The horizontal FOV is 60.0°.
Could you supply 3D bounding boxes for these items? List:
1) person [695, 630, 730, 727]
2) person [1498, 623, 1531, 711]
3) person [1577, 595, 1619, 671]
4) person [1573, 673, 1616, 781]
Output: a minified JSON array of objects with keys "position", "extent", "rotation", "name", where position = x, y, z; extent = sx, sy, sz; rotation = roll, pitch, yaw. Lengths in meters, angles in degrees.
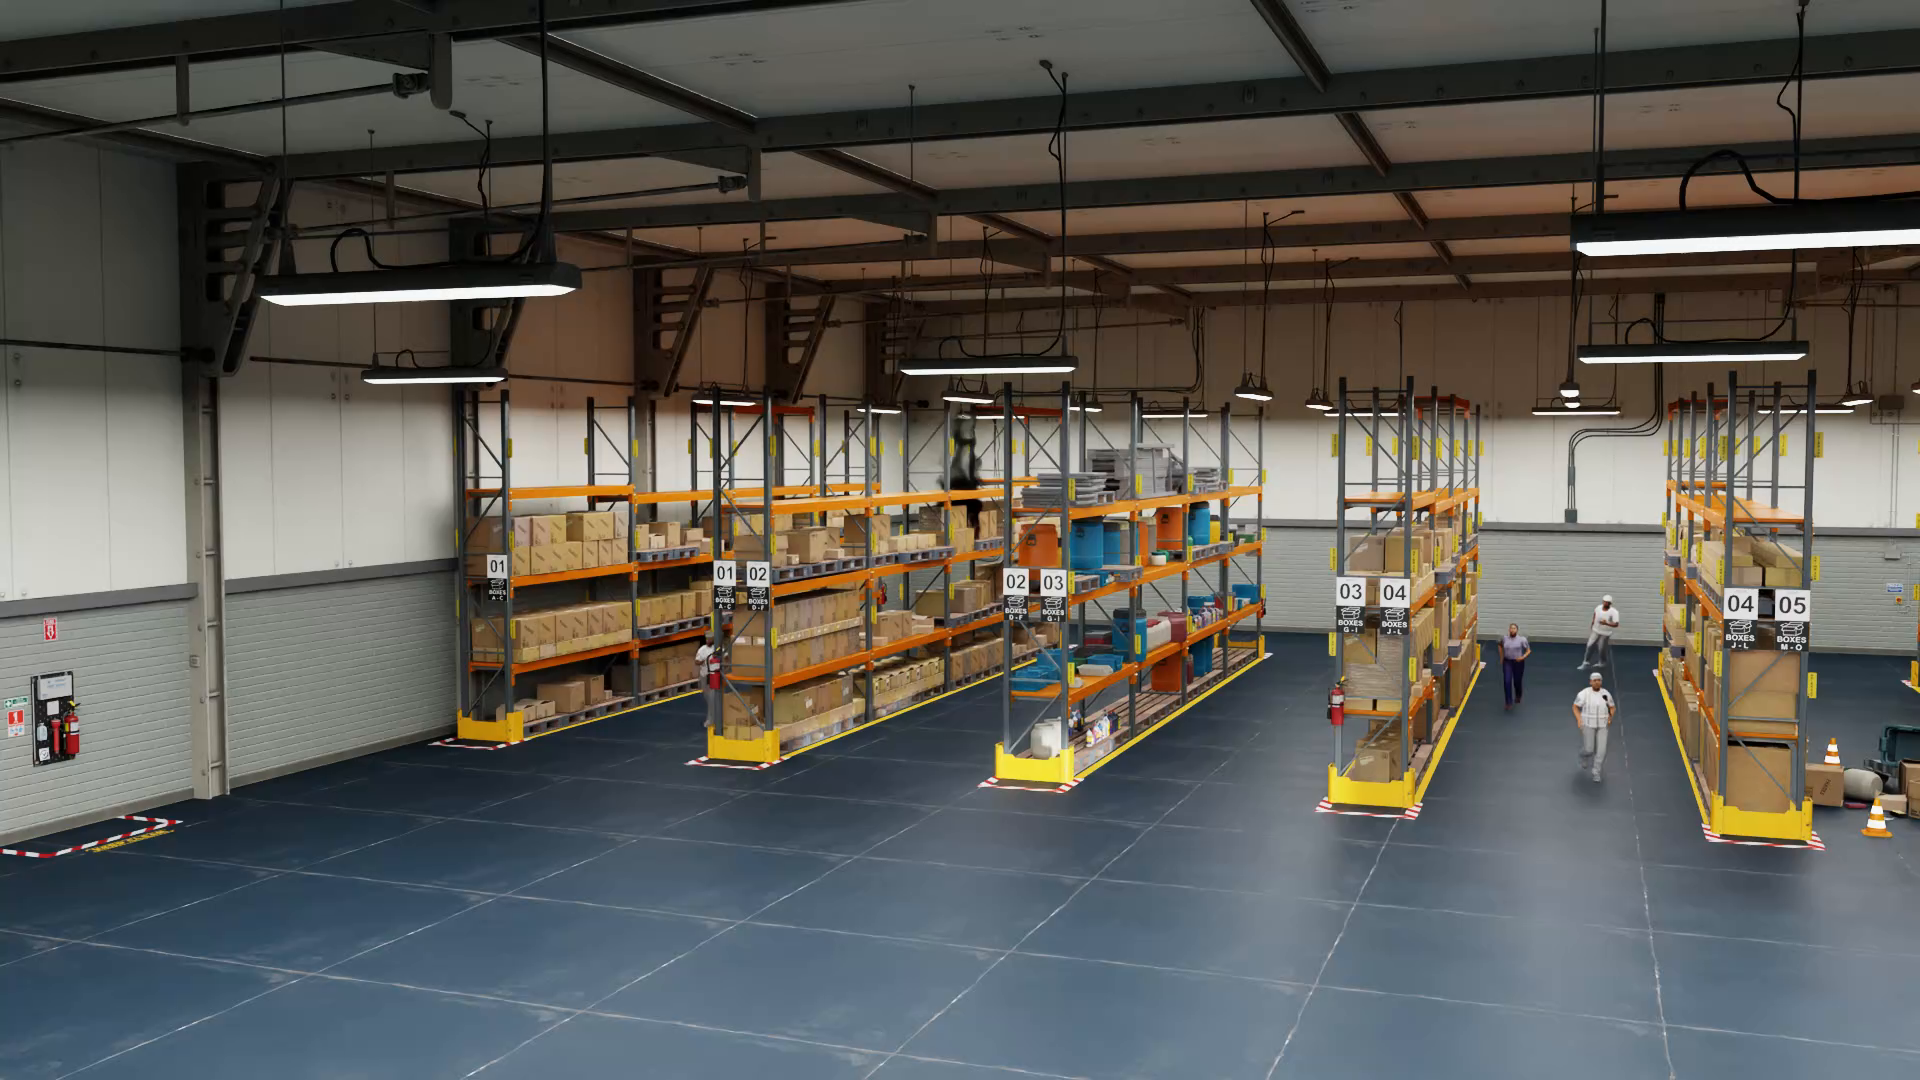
[{"position":[-4.514,2.473,30.133],"extent":[0.572,1.691,0.934],"rotation":[1,3,12],"name":"person"},{"position":[10.693,2.428,32.108],"extent":[0.617,1.656,0.842],"rotation":[1,3,23],"name":"person"},{"position":[14.417,2.078,37.308],"extent":[0.808,1.724,0.816],"rotation":[-3,4,-43],"name":"person"},{"position":[9.608,2.812,25.174],"extent":[0.619,1.624,0.558],"rotation":[0,3,8],"name":"person"}]
